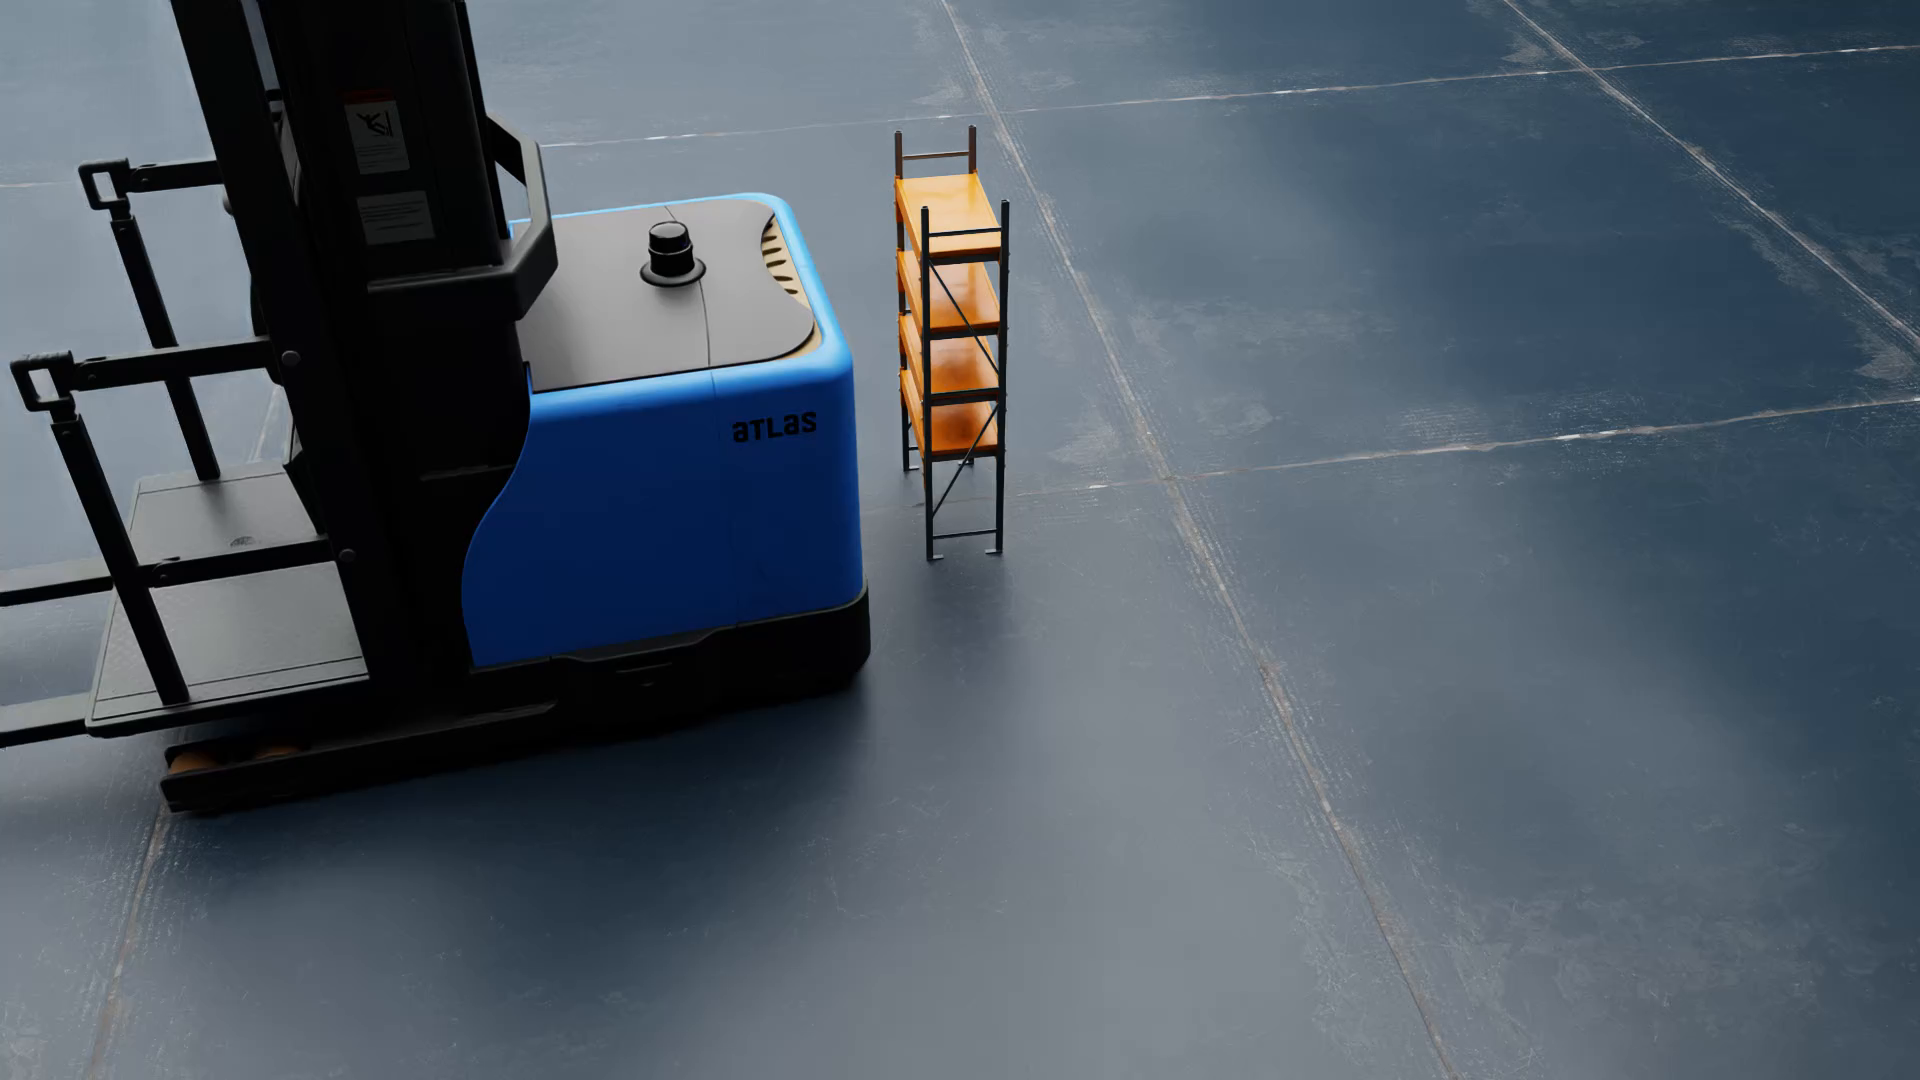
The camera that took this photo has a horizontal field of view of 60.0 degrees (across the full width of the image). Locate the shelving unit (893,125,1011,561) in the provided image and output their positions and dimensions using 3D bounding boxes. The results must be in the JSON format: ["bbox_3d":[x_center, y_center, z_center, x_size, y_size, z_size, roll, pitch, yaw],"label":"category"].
[{"bbox_3d":[-0.029,-0.574,5.011,0.258,1.200,0.503,-6,38,-8],"label":"shelving unit"}]

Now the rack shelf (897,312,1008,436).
[{"bbox_3d":[-0.029,-0.521,5.052,0.258,0.148,0.480,-6,38,-8],"label":"rack shelf"}]

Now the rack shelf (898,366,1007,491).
[{"bbox_3d":[-0.029,-0.364,5.174,0.258,0.148,0.480,-6,38,-8],"label":"rack shelf"}]

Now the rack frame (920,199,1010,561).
[{"bbox_3d":[0.014,-0.426,4.821,0.240,1.200,0.015,-6,38,-8],"label":"rack frame"}]

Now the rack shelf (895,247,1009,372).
[{"bbox_3d":[-0.029,-0.697,4.915,0.258,0.148,0.480,-6,38,-8],"label":"rack shelf"}]

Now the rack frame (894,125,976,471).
[{"bbox_3d":[-0.072,-0.721,5.200,0.240,1.200,0.015,-6,38,-8],"label":"rack frame"}]

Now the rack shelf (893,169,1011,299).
[{"bbox_3d":[-0.029,-0.884,4.770,0.258,0.148,0.480,-6,38,-8],"label":"rack shelf"}]

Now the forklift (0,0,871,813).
[{"bbox_3d":[-1.829,-0.810,3.904,3.031,2.935,1.130,-9,39,-12],"label":"forklift"}]
